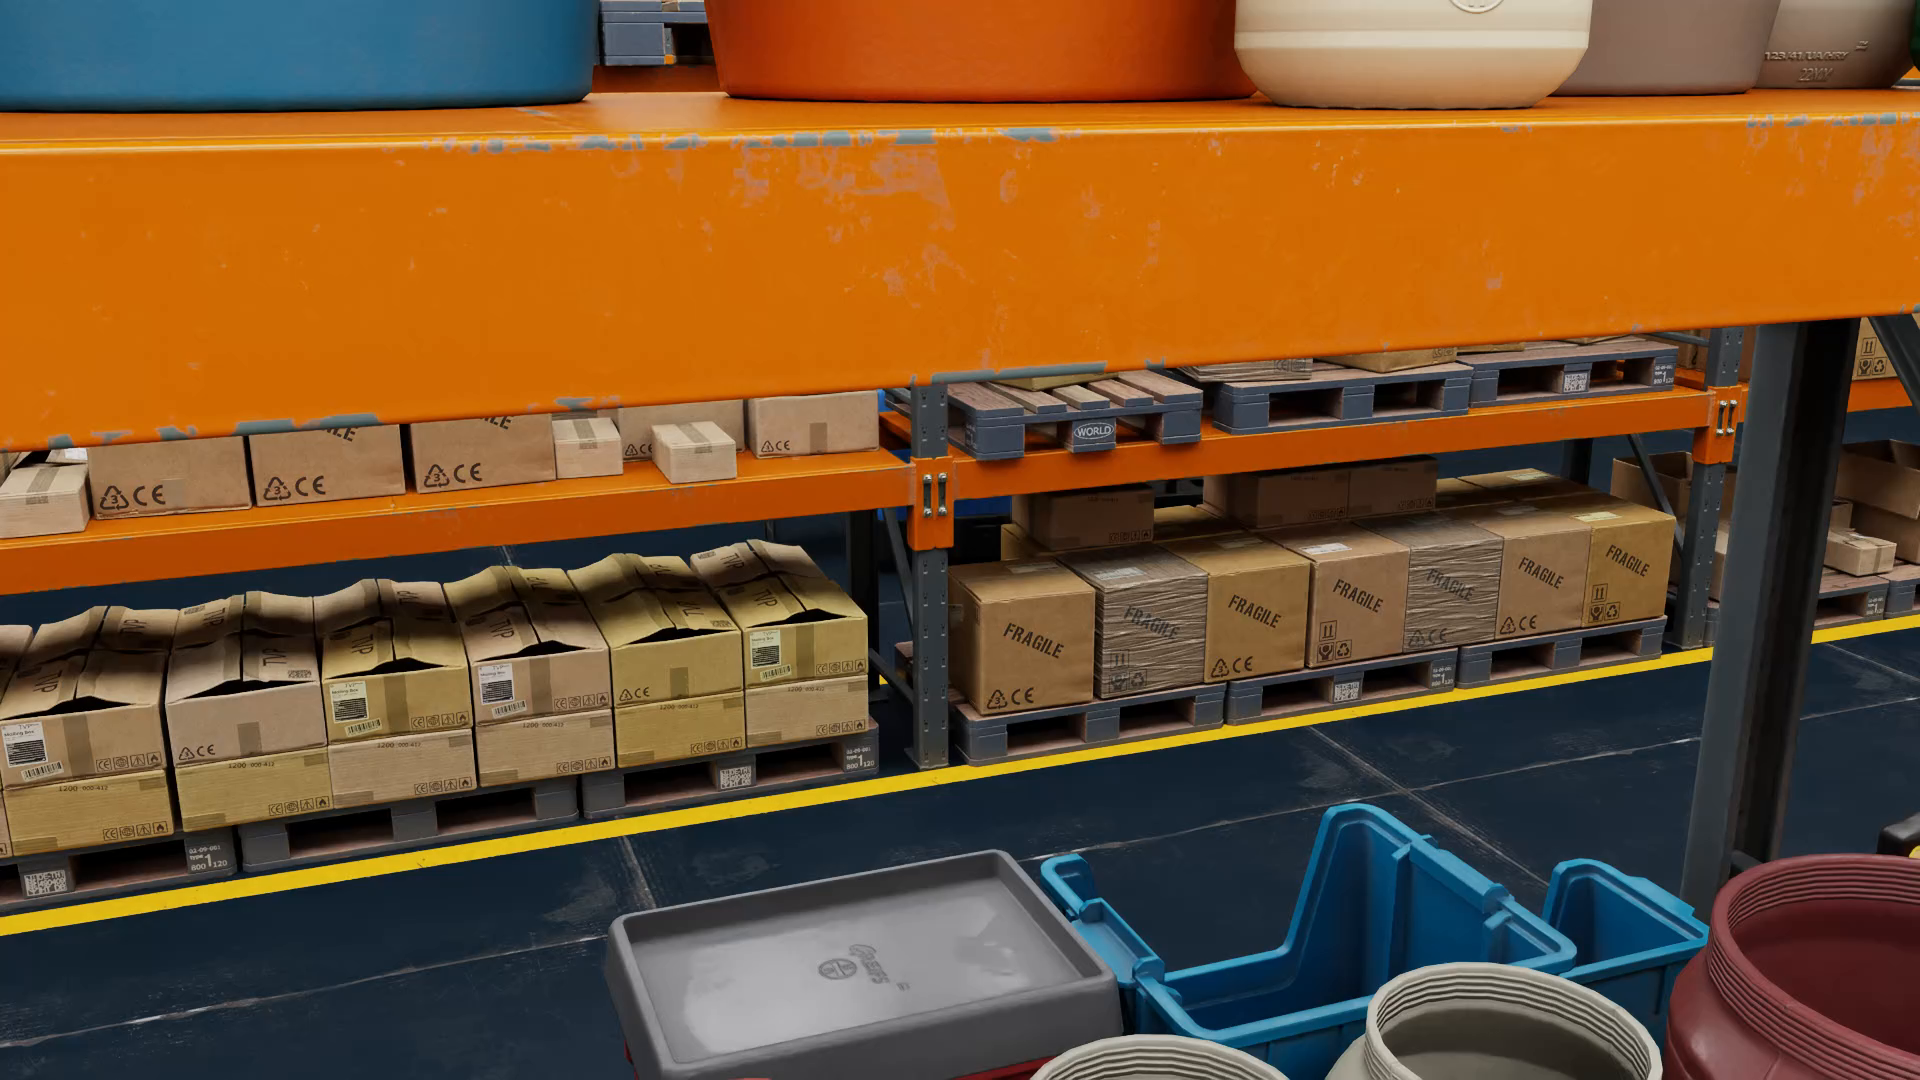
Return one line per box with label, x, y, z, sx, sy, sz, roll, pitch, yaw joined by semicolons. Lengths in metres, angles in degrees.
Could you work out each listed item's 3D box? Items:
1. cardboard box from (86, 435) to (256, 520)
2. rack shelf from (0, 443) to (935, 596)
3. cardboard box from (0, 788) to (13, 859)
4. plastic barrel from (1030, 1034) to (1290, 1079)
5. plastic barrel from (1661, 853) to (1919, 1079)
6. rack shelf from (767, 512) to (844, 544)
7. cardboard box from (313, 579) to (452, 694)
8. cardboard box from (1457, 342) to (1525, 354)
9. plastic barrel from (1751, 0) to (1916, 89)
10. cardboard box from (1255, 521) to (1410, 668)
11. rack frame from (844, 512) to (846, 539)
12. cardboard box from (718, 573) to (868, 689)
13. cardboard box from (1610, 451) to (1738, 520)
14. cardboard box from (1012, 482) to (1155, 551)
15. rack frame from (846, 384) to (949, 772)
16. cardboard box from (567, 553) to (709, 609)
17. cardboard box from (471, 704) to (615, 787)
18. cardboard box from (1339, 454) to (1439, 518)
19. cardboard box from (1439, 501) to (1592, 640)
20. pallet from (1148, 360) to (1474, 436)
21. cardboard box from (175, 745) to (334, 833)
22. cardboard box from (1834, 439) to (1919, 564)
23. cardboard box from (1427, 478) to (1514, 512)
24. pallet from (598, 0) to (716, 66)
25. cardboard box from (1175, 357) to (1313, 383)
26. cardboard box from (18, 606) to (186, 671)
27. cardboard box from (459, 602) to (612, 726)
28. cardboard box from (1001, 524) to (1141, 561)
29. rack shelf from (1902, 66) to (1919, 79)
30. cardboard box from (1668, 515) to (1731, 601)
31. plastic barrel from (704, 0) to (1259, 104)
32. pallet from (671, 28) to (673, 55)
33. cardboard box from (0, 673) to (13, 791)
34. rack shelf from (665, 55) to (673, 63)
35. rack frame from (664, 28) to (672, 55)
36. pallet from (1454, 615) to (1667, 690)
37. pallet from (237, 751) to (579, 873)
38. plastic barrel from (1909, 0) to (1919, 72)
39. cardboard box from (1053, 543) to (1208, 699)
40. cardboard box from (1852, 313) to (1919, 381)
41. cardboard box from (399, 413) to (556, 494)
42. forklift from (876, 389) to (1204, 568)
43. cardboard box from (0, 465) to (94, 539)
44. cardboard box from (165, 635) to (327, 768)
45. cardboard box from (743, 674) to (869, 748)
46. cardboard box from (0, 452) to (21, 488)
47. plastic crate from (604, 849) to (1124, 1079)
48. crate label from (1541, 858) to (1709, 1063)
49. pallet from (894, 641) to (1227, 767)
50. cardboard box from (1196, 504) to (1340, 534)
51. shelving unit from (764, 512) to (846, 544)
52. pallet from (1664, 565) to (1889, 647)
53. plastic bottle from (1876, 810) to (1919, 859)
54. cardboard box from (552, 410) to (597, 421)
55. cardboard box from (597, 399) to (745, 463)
cardboard box;-2.802;-0.393;5.934;0.500;0.500;0.500;-5;17;-16
rack shelf;-2.150;-0.075;6.306;4.000;0.370;1.077;-6;17;-20
cardboard box;-3.552;0.924;5.763;0.500;0.250;0.500;-7;18;-21
plastic barrel;0.209;0.831;1.748;0.421;0.512;0.421;0;16;0
plastic barrel;1.162;0.743;2.003;0.708;0.536;0.600;-6;17;-20
rack shelf;-0.890;-0.272;9.831;0.480;0.518;0.431;-4;17;-13
cardboard box;-2.321;0.361;6.686;0.500;0.311;0.500;-6;18;-21
cardboard box;2.311;-1.200;7.937;0.500;0.500;0.700;-3;17;-11
plastic barrel;1.087;-0.860;2.182;0.421;0.512;0.421;0;16;0
cardboard box;1.688;0.238;7.618;0.500;0.500;0.500;-7;18;-22
rack frame;-0.653;-0.973;9.686;0.015;2.100;0.400;-4;17;-13
cardboard box;-0.683;0.345;6.741;0.500;0.311;0.500;-6;17;-19
cardboard box;3.884;-0.169;9.005;0.500;0.500;0.500;-6;17;-20
cardboard box;0.558;-0.156;7.631;0.500;0.250;0.500;-5;17;-18
rack frame;-0.282;-0.622;6.892;0.127;3.000;1.000;-6;17;-20
cardboard box;-1.364;0.258;7.036;0.500;0.311;0.500;-7;18;-21
cardboard box;-1.637;0.716;6.471;0.500;0.250;0.500;-6;17;-19
cardboard box;1.981;-0.311;8.159;0.500;0.250;0.500;-6;17;-20
cardboard box;2.630;0.136;7.967;0.500;0.500;0.500;-6;17;-20
pallet;1.532;-0.727;7.591;1.213;0.211;1.003;-6;17;-20
cardboard box;-2.591;0.820;6.118;0.500;0.250;0.500;-7;18;-22
cardboard box;5.206;-0.229;9.204;0.637;0.503;0.797;-6;17;-20
cardboard box;2.420;0.005;8.414;0.500;0.500;0.500;-6;17;-19
pallet;-0.884;-1.878;6.183;1.003;0.211;1.213;-5;17;-18
cardboard box;1.188;-1.006;7.279;0.500;0.500;0.700;-3;17;-10
cardboard box;-3.258;0.460;6.348;0.500;0.311;0.500;-6;17;-19
cardboard box;-1.638;0.449;6.385;0.500;0.311;0.500;-6;17;-20
cardboard box;0.507;0.210;7.713;0.500;0.500;0.500;-5;17;-18
rack shelf;5.321;-2.321;8.630;4.000;0.370;1.077;-6;17;-20
cardboard box;3.923;0.069;8.532;0.500;0.311;0.500;-6;17;-20
plastic barrel;0.032;-0.872;1.657;0.708;0.830;0.600;-6;17;-20
pallet;-1.476;-3.352;11.201;1.003;0.211;1.213;-5;17;-18
cardboard box;-3.542;0.654;5.686;0.500;0.311;0.500;-6;17;-20
rack shelf;-0.190;-3.220;11.694;4.000;0.370;1.077;-6;17;-20
rack frame;-2.058;-1.925;11.329;0.127;3.000;1.000;-6;17;-20
pallet;2.707;0.405;8.345;1.213;0.211;1.003;-6;17;-20
pallet;-2.202;0.911;6.622;1.213;0.211;1.003;-6;17;-20
plastic barrel;1.275;-0.644;1.921;0.294;0.245;0.294;0;16;0
cardboard box;0.732;0.342;7.267;0.500;0.500;0.500;-7;18;-22
cardboard box;4.504;-1.105;8.360;0.500;0.500;0.500;-6;17;-19
cardboard box;-1.843;-0.496;6.287;0.500;0.500;0.500;-7;18;-23
forklift;0.859;-1.452;9.842;3.031;2.935;1.130;-4;17;-13
cardboard box;-3.117;-0.133;5.675;0.250;0.149;0.380;-6;17;-20
cardboard box;-2.590;0.553;6.032;0.500;0.311;0.500;-7;18;-22
cardboard box;-0.686;0.613;6.821;0.500;0.250;0.500;-6;17;-19
cardboard box;-3.573;-0.208;5.748;0.500;0.250;0.500;-5;17;-17
plastic crate;-0.131;0.734;2.163;0.583;0.464;0.402;-6;17;-20
crate label;0.959;0.706;2.667;0.416;0.233;0.303;-6;17;-20
pallet;0.429;0.651;7.507;1.213;0.211;1.003;-6;17;-20
cardboard box;1.479;0.104;8.076;0.500;0.500;0.500;-7;18;-22
shelving unit;-0.890;-0.957;9.630;0.503;2.100;0.431;-4;17;-13
pallet;4.095;0.244;8.893;1.213;0.211;1.003;-6;17;-20
plastic bottle;1.712;0.585;2.990;0.133;0.283;0.061;-6;17;-20
cardboard box;-2.712;-0.850;11.325;0.500;0.500;0.700;-6;17;-19
cardboard box;-1.186;-0.540;6.771;0.500;0.311;0.500;-6;18;-21
